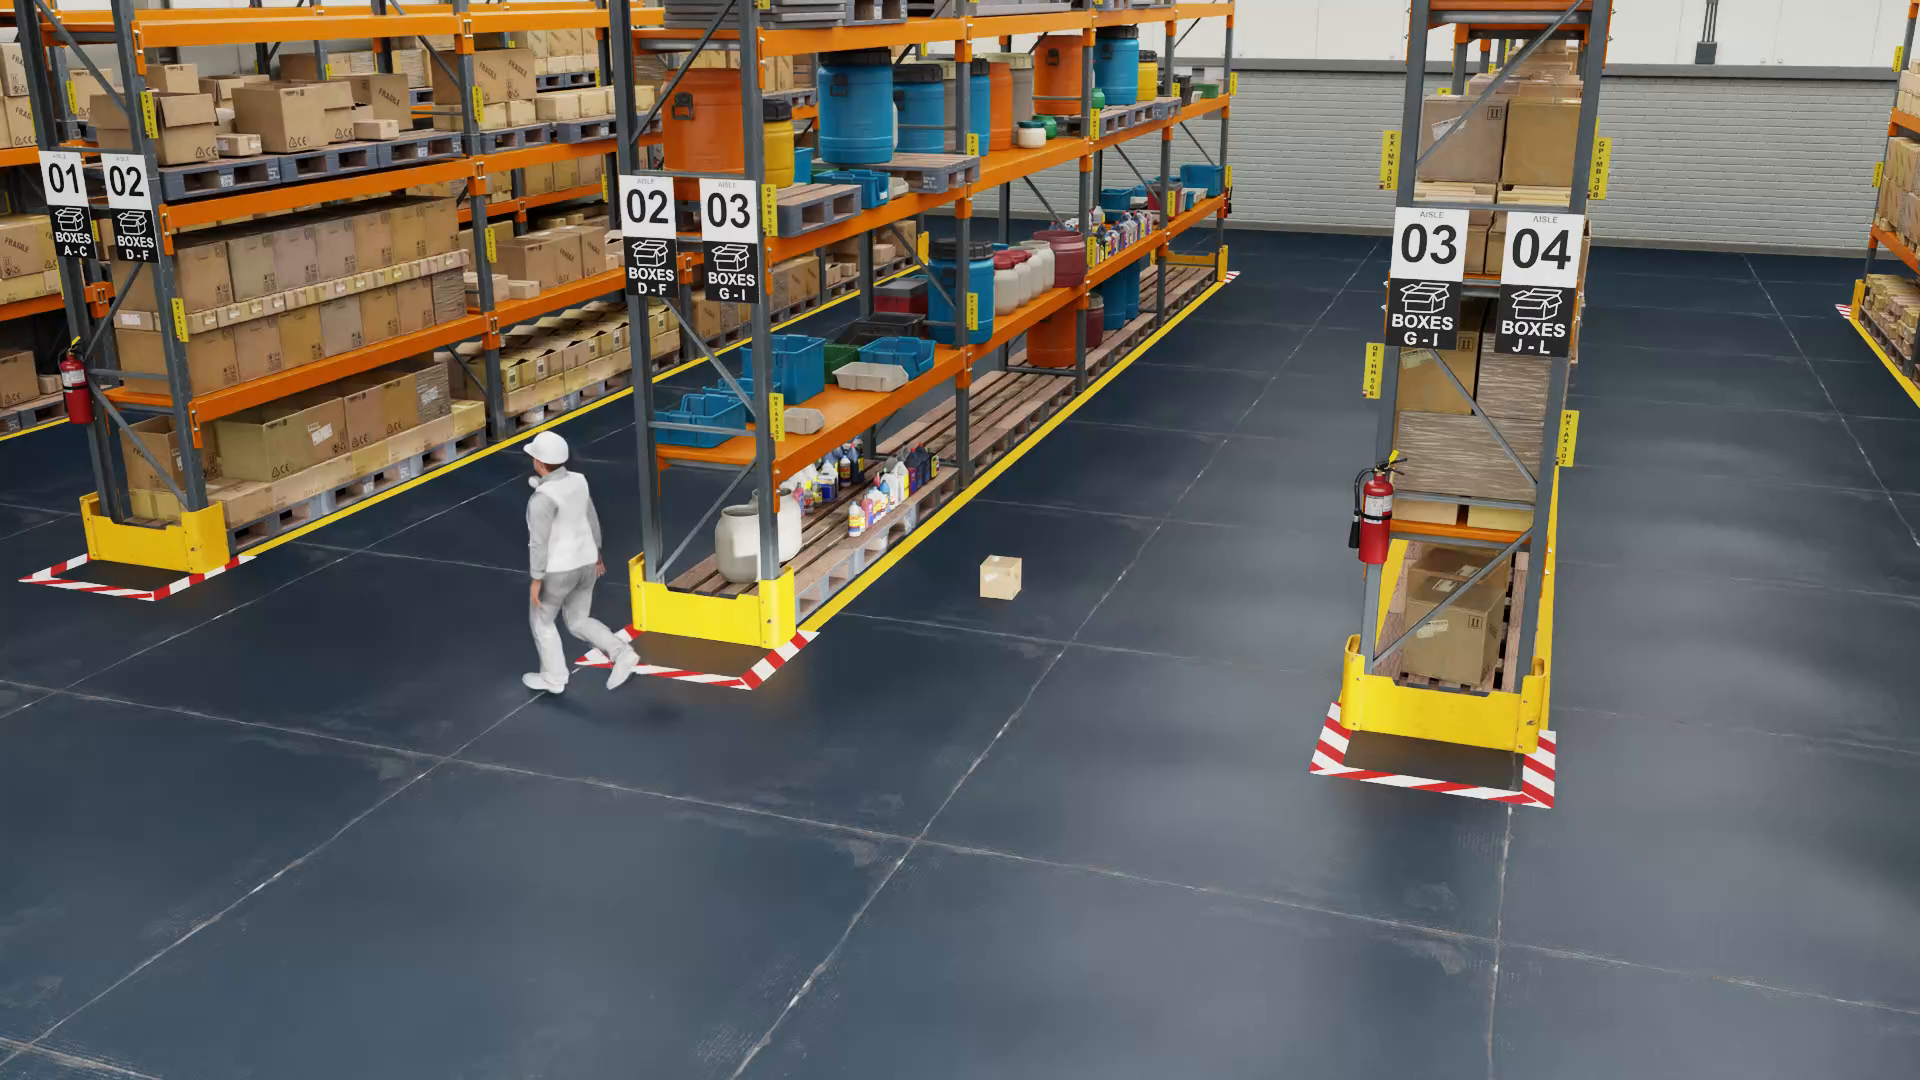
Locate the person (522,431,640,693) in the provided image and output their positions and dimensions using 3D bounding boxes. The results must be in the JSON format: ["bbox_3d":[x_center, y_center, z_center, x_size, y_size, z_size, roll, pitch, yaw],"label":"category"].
[{"bbox_3d":[-2.440,0.157,10.552,0.830,1.737,0.605,8,20,23],"label":"person"}]
